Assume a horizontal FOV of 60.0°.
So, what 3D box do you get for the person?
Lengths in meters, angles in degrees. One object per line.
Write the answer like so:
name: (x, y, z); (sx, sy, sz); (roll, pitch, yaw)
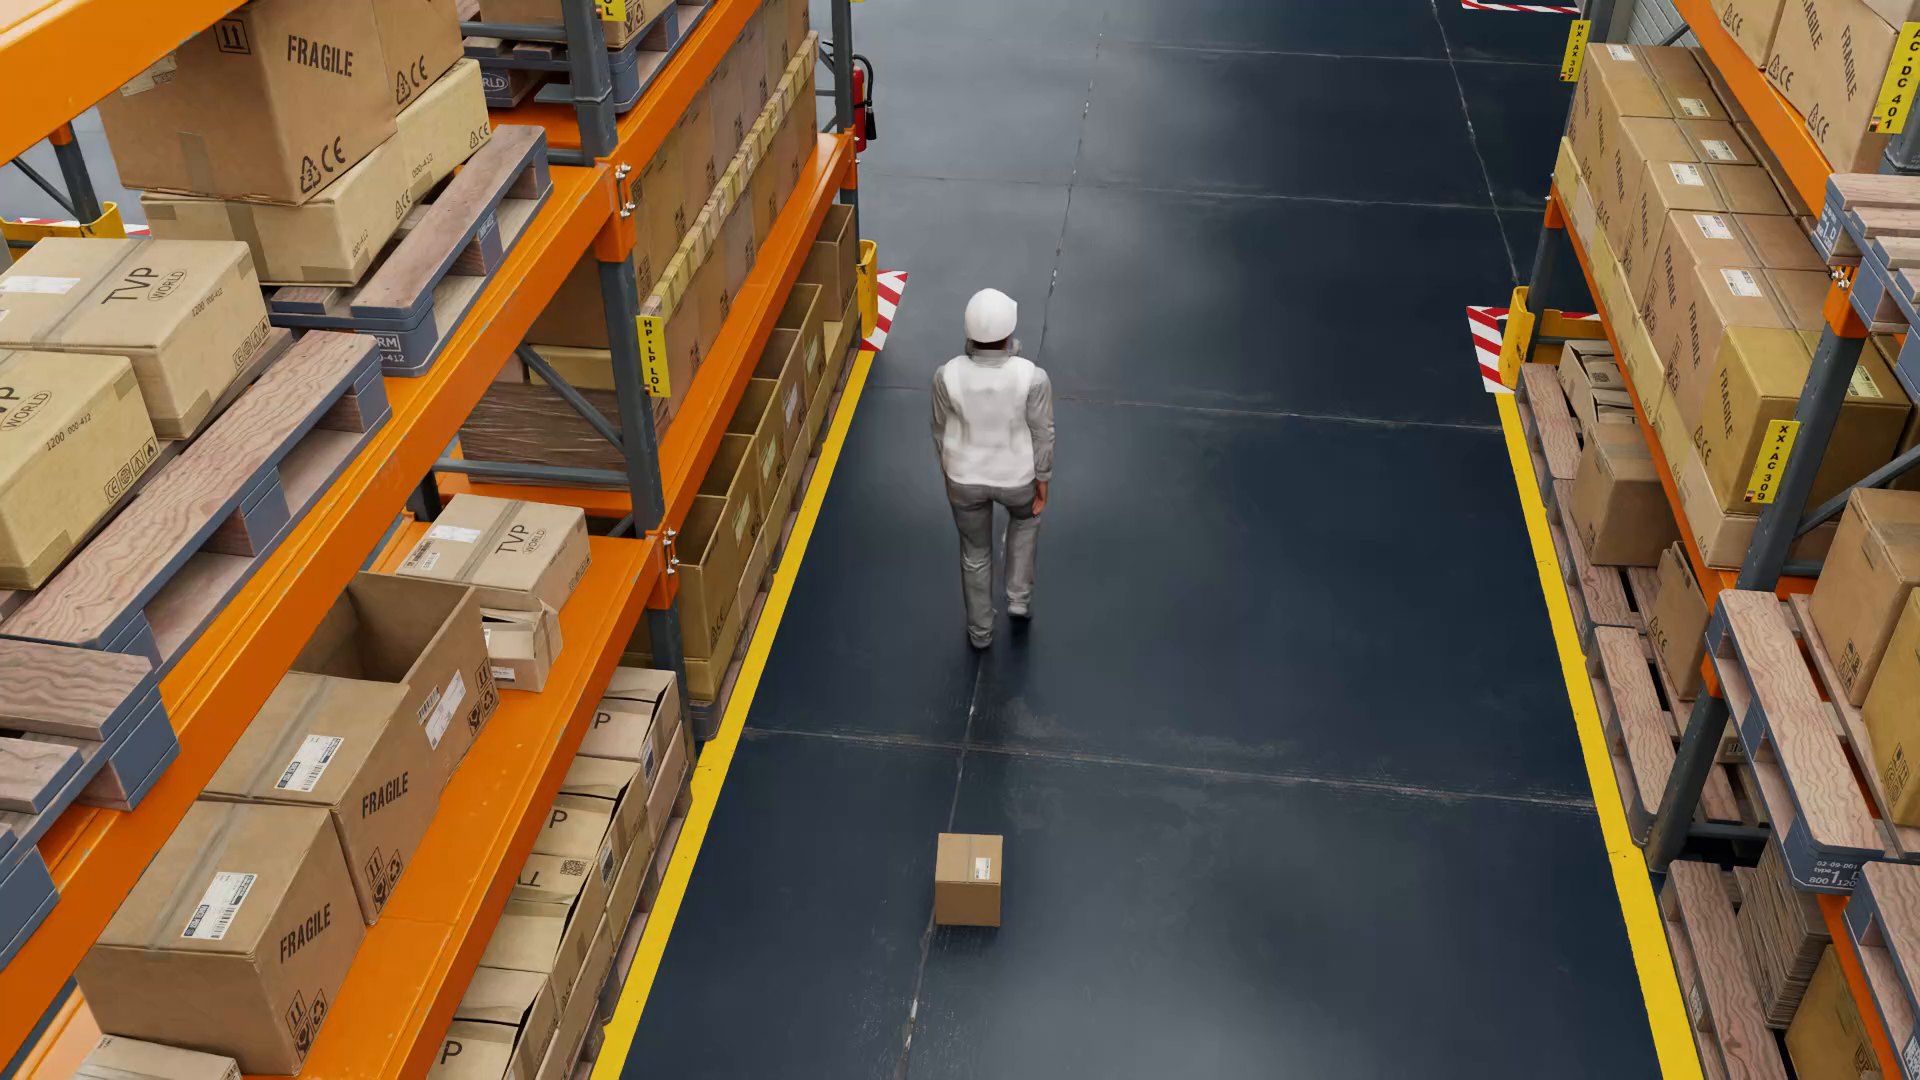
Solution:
person: (0.143, -0.312, 7.446); (0.547, 1.816, 0.501); (1, 36, 2)
